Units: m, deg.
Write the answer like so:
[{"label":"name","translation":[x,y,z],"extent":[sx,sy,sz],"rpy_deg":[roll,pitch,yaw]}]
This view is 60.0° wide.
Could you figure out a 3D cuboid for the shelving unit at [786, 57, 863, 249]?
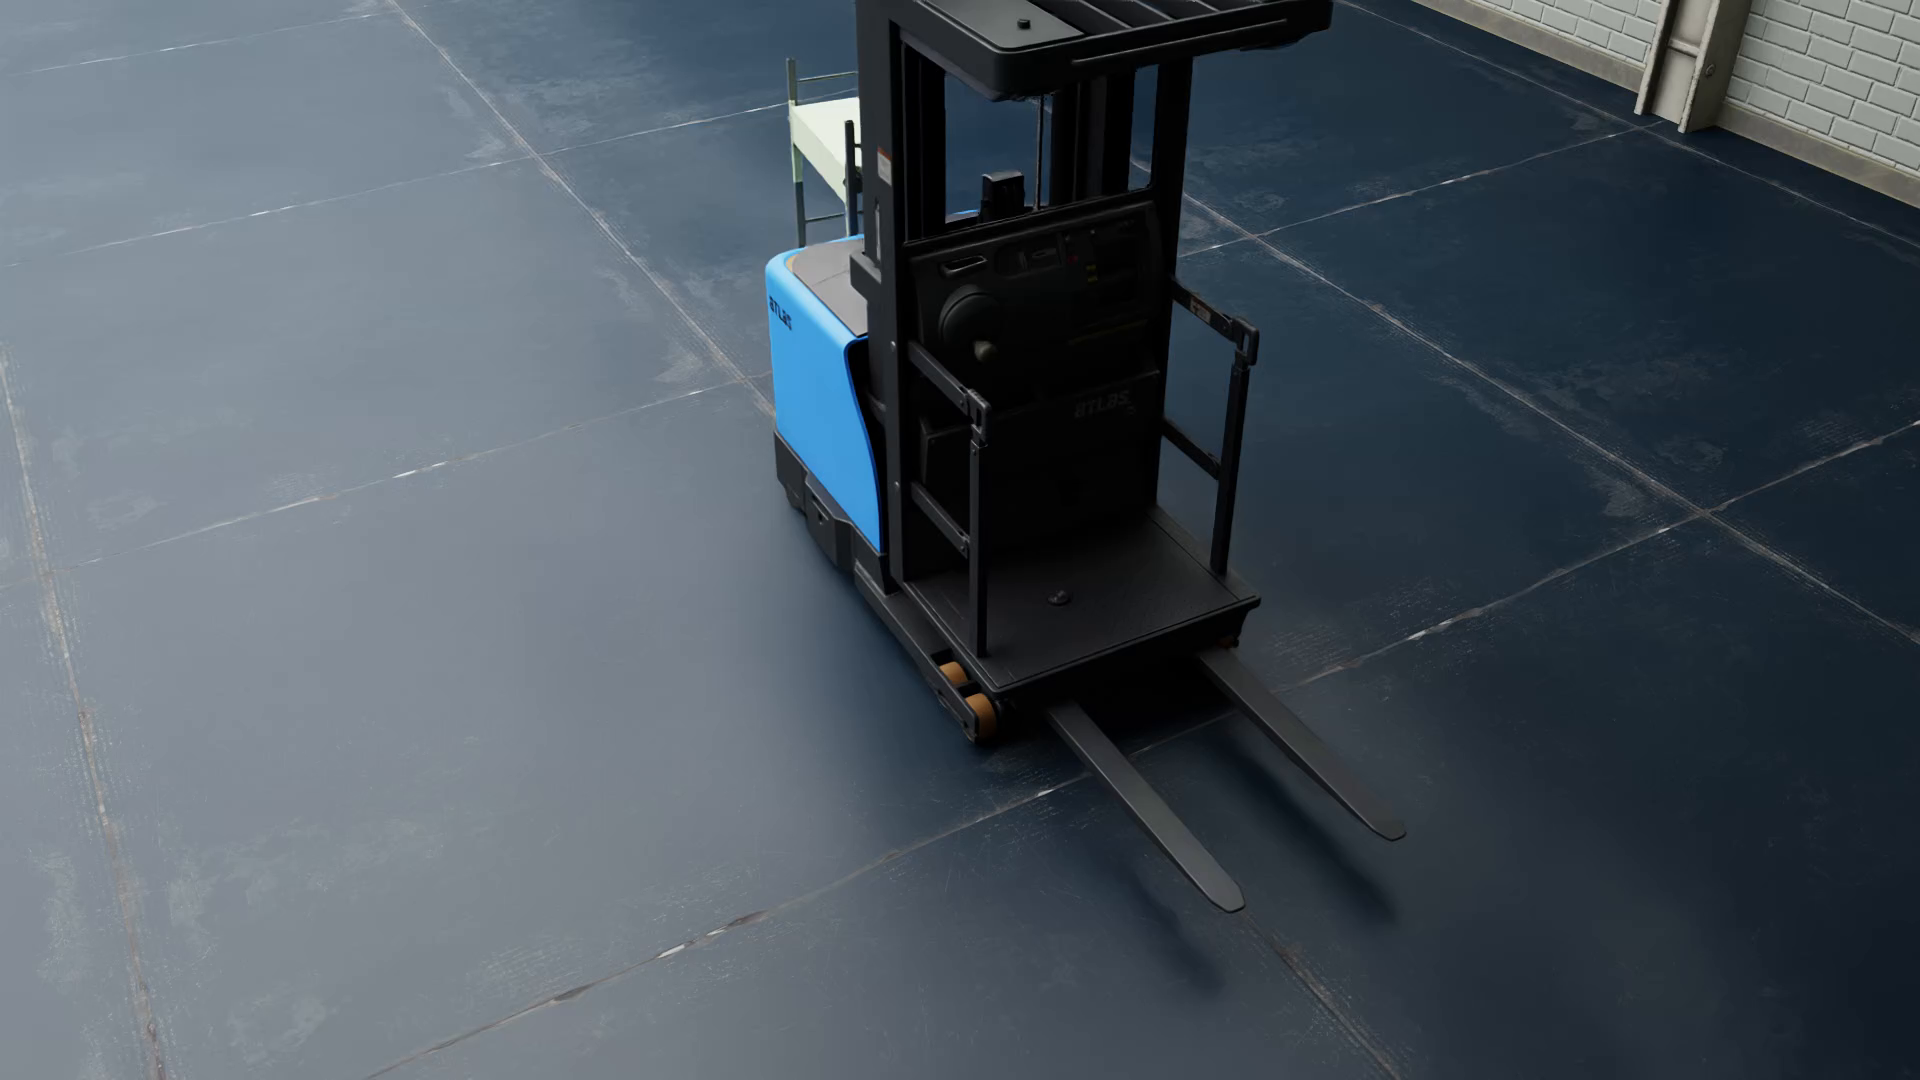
[{"label":"shelving unit","translation":[-0.400,-1.255,7.196],"extent":[0.431,1.500,0.755],"rpy_deg":[-14,38,-18]}]

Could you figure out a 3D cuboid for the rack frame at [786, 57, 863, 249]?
[{"label":"rack frame","translation":[-0.541,-1.454,7.469],"extent":[0.400,1.500,0.023],"rpy_deg":[-14,38,-18]}]

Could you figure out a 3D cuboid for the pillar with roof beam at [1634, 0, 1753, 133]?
[{"label":"pillar with roof beam","translation":[0.731,-4.985,5.946],"extent":[9.100,9.000,0.400],"rpy_deg":[-19,40,-24]}]

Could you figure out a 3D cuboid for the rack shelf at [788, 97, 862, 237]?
[{"label":"rack shelf","translation":[-0.400,-1.570,6.966],"extent":[0.431,0.370,0.720],"rpy_deg":[-14,38,-18]}]

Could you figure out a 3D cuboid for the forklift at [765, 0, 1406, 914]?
[{"label":"forklift","translation":[0.369,-0.789,5.345],"extent":[1.130,2.935,3.031],"rpy_deg":[-18,40,-22]}]

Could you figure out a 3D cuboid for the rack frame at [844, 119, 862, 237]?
[{"label":"rack frame","translation":[-0.260,-1.055,6.923],"extent":[0.400,1.500,0.023],"rpy_deg":[-14,38,-18]}]
